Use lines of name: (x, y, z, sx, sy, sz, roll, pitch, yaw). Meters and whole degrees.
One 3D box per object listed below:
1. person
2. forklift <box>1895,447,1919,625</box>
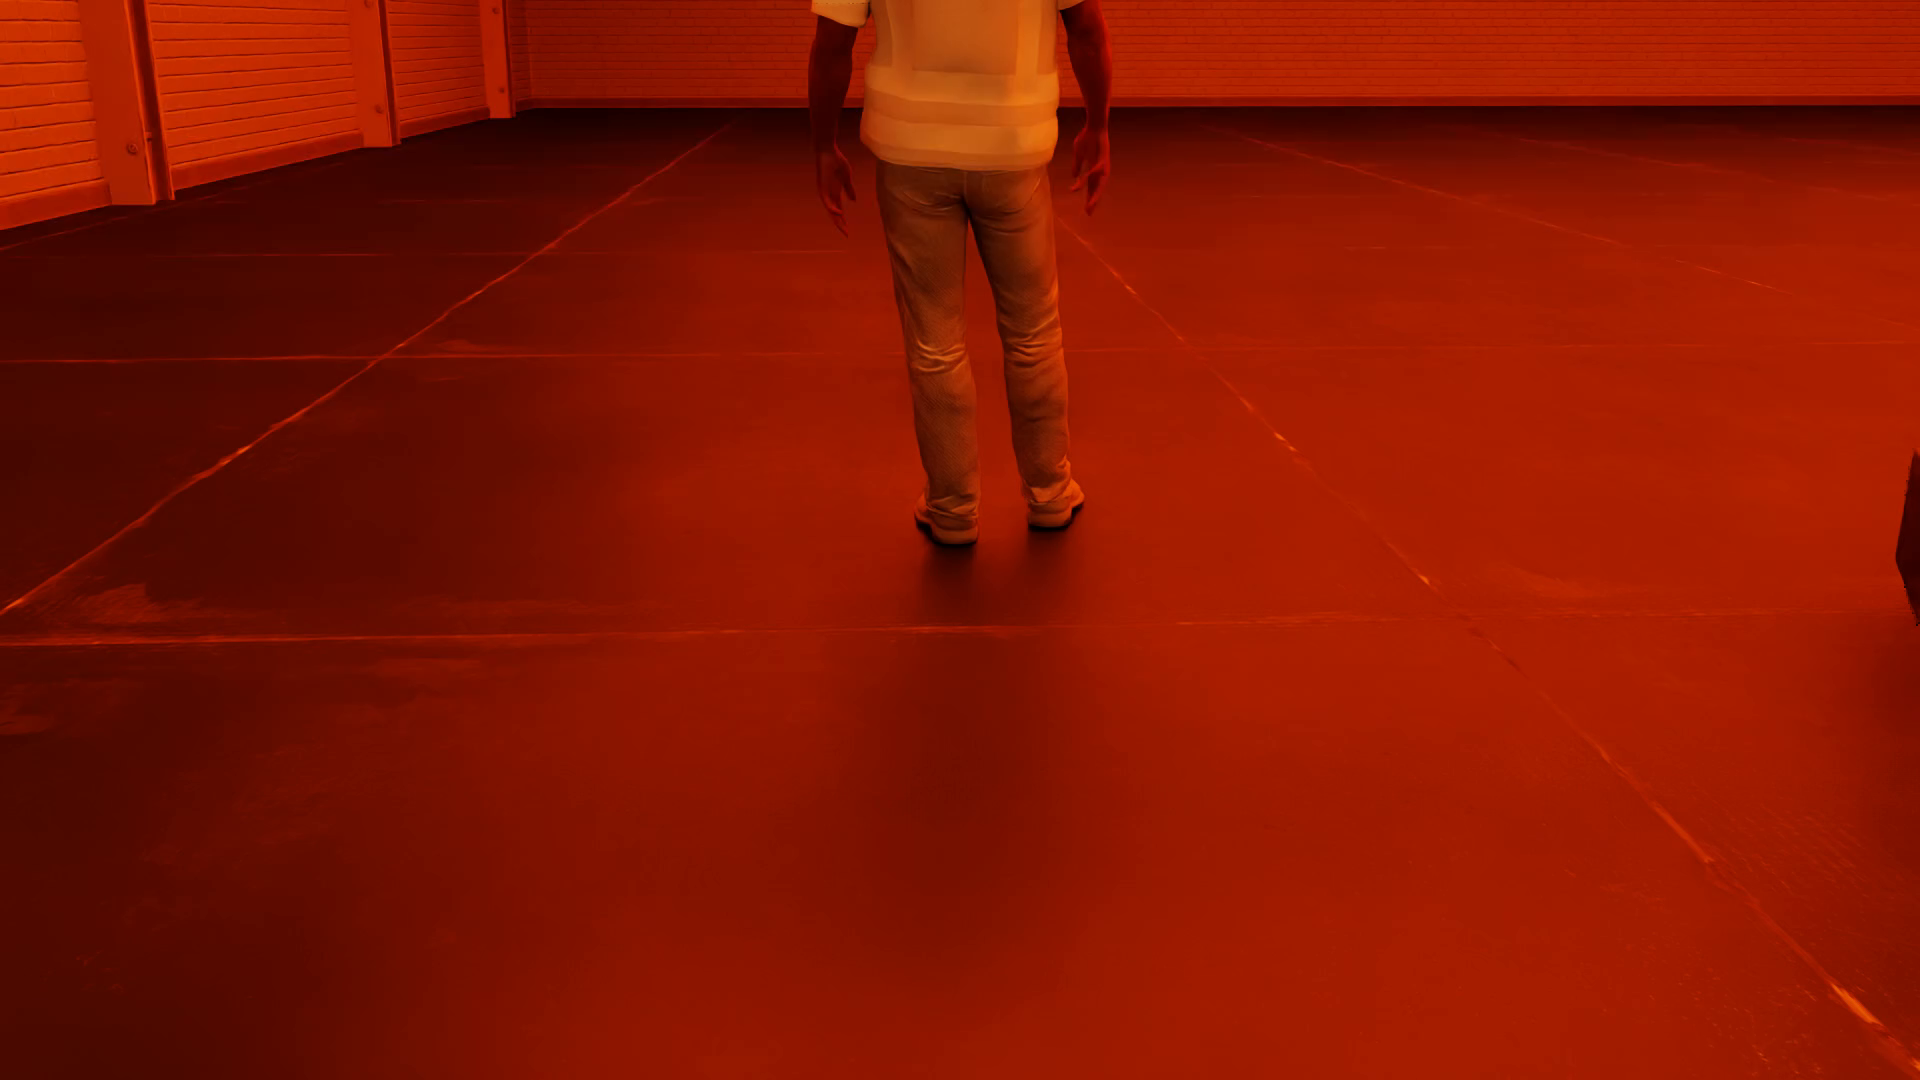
person: (0.001, -0.872, 3.725, 0.666, 1.768, 0.575, -1, 17, -3)
forklift: (3.214, -1.002, 2.184, 3.031, 2.935, 1.130, 7, 18, 22)
